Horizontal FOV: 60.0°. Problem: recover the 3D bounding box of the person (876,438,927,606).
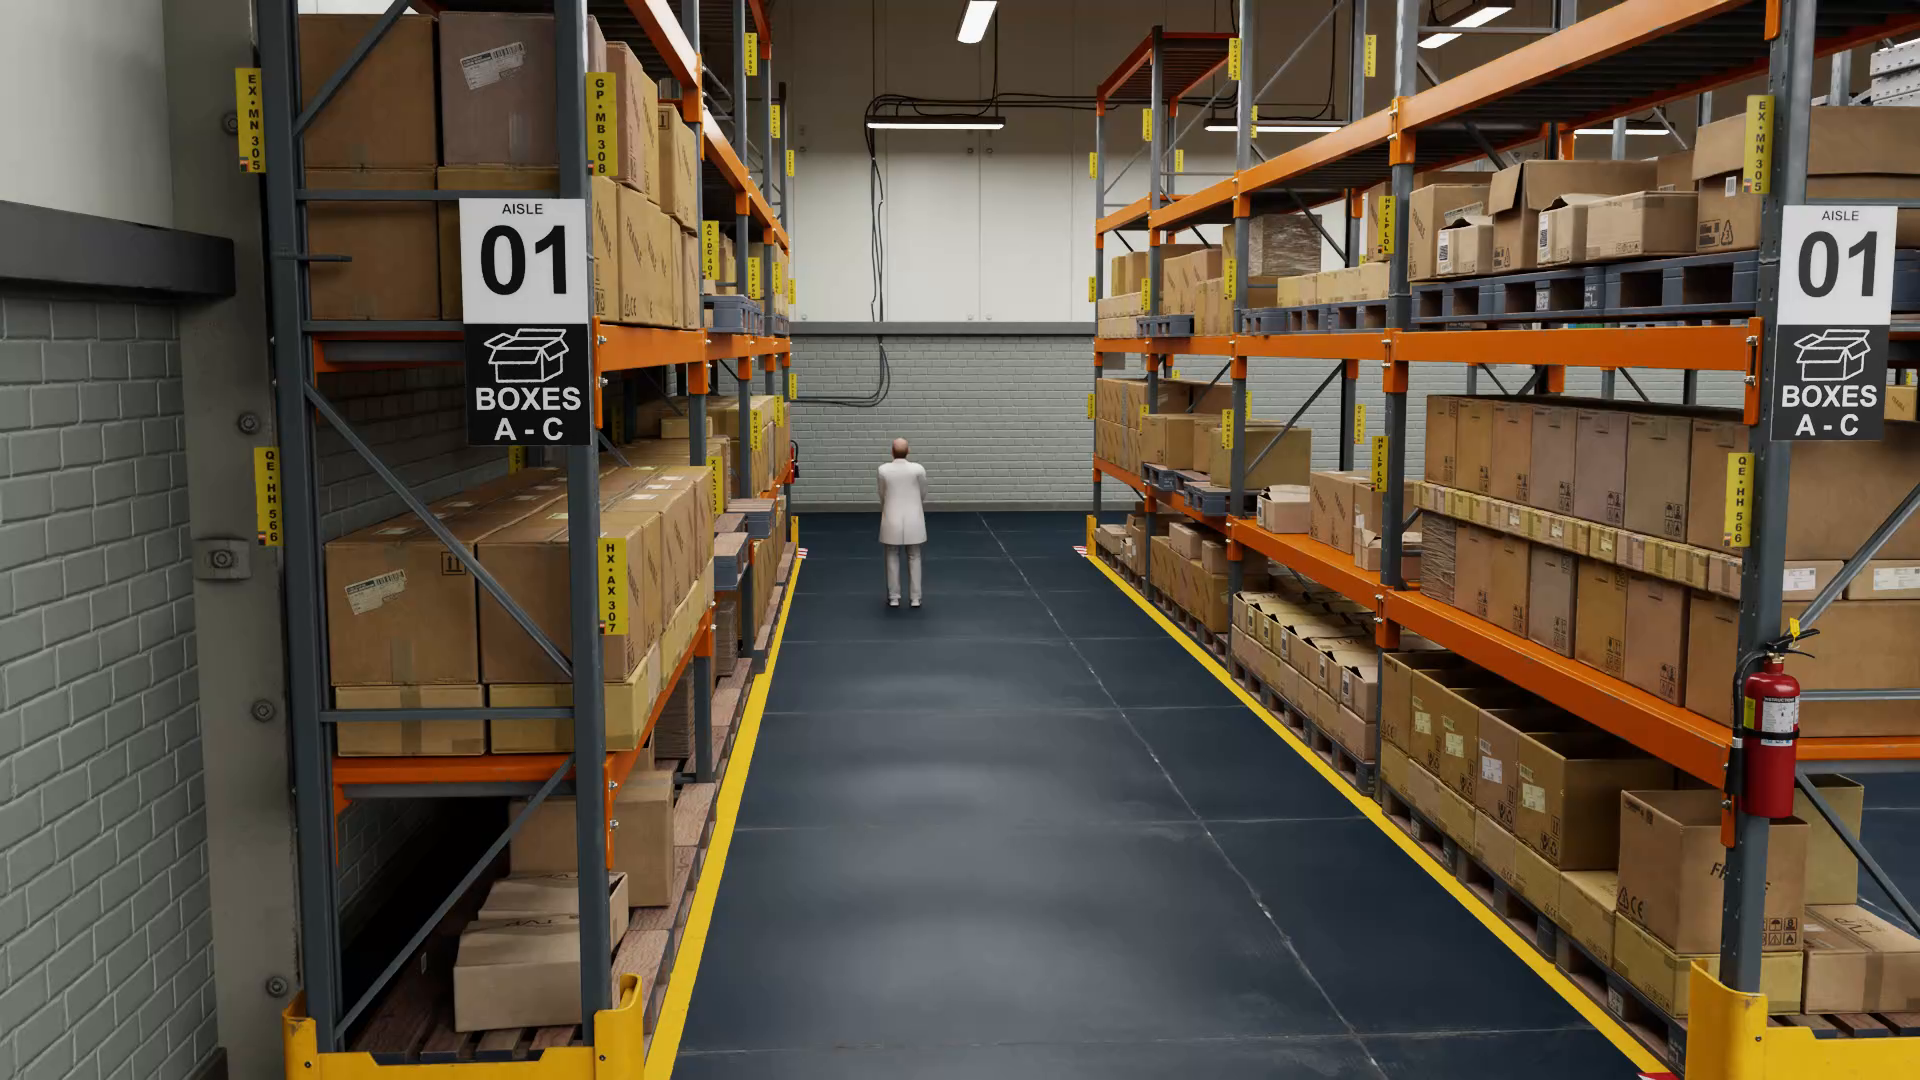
[{"bbox_3d":[-0.615,-0.201,17.535,0.530,1.769,0.563,0,7,-3],"label":"person"}]
